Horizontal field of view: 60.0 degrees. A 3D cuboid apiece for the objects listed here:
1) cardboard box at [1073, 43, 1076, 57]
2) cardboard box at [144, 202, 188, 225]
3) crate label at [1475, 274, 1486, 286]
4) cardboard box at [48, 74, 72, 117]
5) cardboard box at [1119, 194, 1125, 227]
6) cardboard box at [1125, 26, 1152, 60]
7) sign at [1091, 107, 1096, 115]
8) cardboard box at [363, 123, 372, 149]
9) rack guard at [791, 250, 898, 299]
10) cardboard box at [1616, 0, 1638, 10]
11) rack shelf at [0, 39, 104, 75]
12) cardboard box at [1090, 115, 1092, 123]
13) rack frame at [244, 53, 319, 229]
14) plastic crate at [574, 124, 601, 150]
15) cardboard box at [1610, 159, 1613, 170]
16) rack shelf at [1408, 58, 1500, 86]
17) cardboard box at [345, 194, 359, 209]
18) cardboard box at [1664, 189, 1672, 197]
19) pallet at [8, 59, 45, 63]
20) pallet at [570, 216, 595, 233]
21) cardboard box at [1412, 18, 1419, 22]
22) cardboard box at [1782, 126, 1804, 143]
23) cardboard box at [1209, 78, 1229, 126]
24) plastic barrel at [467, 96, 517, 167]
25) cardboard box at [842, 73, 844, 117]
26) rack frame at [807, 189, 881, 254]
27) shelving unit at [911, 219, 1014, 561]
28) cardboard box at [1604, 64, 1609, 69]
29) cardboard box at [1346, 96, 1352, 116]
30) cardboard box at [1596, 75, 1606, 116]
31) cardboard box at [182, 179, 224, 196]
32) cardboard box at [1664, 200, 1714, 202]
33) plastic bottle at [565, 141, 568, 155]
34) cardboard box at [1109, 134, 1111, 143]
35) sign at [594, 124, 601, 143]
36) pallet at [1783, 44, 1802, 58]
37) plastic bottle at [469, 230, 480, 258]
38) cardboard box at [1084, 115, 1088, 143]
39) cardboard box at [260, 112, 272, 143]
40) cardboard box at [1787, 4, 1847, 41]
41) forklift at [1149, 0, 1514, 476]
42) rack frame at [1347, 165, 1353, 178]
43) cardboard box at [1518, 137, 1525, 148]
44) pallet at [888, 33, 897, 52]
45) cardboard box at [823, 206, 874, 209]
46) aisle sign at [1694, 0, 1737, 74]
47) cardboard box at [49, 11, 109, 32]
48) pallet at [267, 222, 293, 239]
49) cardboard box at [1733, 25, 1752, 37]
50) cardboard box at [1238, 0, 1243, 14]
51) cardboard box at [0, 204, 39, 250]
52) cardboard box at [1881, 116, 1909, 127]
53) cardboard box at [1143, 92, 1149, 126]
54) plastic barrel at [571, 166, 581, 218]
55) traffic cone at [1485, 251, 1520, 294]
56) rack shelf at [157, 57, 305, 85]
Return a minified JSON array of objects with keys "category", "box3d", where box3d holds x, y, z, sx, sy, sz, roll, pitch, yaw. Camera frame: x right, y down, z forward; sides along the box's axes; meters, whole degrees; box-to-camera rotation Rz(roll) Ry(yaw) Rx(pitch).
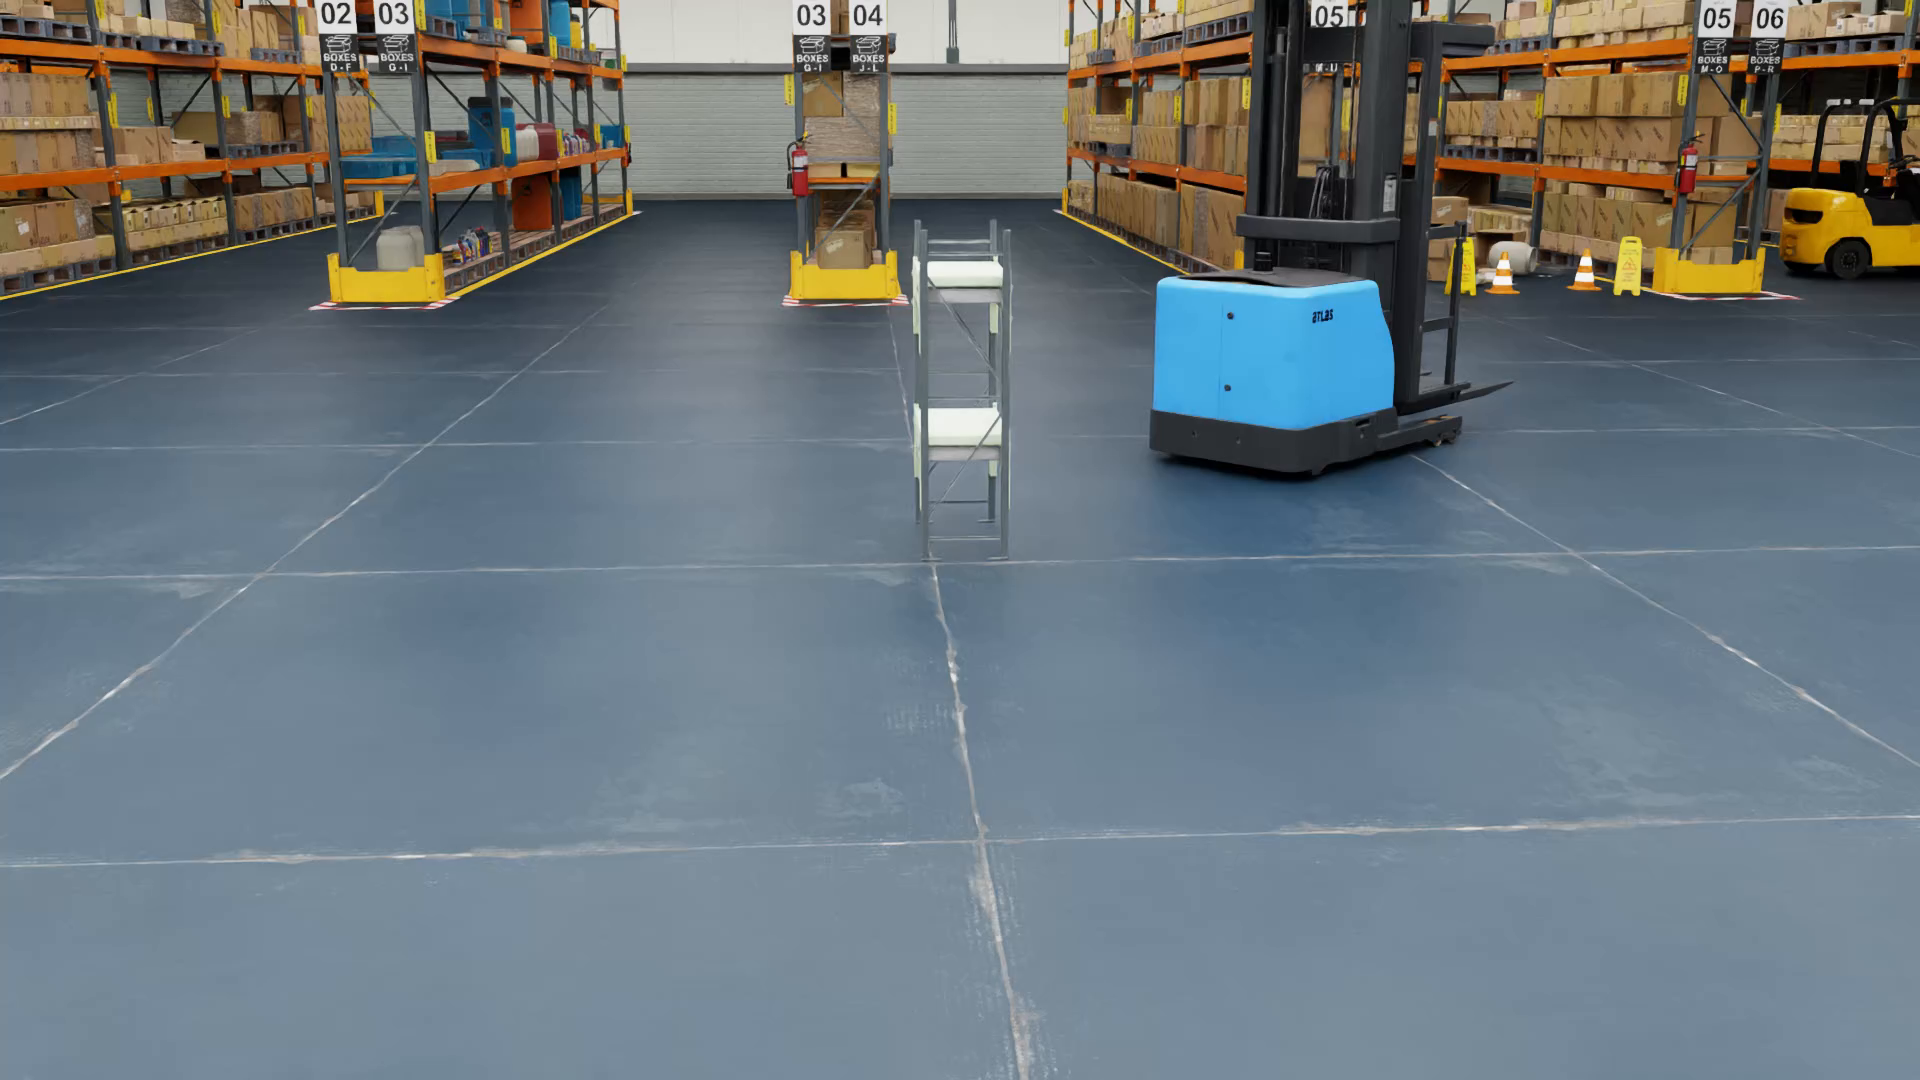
[{"category":"cardboard box","box3d":[2.484,-9.559,32.437,0.500,0.250,0.500,-1,14,-4]},{"category":"cardboard box","box3d":[-11.292,-4.624,23.529,0.500,0.311,0.500,0,14,-2]},{"category":"crate label","box3d":[6.097,-3.096,19.784,0.250,0.136,0.298,-9,17,-32]},{"category":"cardboard box","box3d":[-11.352,-5.433,20.318,0.700,0.500,0.500,-1,14,-4]},{"category":"cardboard box","box3d":[2.876,-5.343,26.945,0.500,0.500,0.500,-1,14,-4]},{"category":"cardboard box","box3d":[2.889,-7.829,26.216,0.500,0.500,0.500,-1,14,-3]},{"category":"sign","box3d":[2.389,-7.594,29.784,0.100,0.325,0.005,-1,14,-3]},{"category":"cardboard box","box3d":[-11.862,-7.918,32.579,0.500,0.500,0.500,0,14,-2]},{"category":"rack guard","box3d":[-1.288,-2.958,18.518,1.175,0.500,0.348,-1,14,-3]},{"category":"cardboard box","box3d":[8.164,-6.480,20.075,0.380,0.149,0.250,-1,14,-2]},{"category":"rack shelf","box3d":[-11.294,-5.599,19.191,1.077,0.370,4.000,-1,14,-3]},{"category":"cardboard box","box3d":[2.496,-7.450,29.429,0.380,0.149,0.250,0,14,-1]},{"category":"rack frame","box3d":[-11.914,-6.982,29.141,1.000,3.000,0.127,-1,14,-3]},{"category":"plastic crate","box3d":[-6.775,-7.343,30.298,0.402,0.464,0.583,-1,14,-3]},{"category":"cardboard box","box3d":[8.296,-4.651,20.586,0.380,0.149,0.250,-1,14,-3]},{"category":"rack shelf","box3d":[7.989,-7.894,28.110,1.077,0.370,4.000,-1,14,-3]},{"category":"cardboard box","box3d":[-11.853,-6.490,31.865,0.500,0.250,0.500,-1,14,-3]},{"category":"cardboard box","box3d":[12.693,-5.977,29.410,0.500,0.500,0.500,-1,14,-5]},{"category":"pallet","box3d":[-16.898,-8.518,29.269,1.003,0.211,1.213,-1,14,-3]},{"category":"pallet","box3d":[-6.964,-5.514,29.034,1.003,0.211,1.213,-1,14,-3]},{"category":"cardboard box","box3d":[7.714,-8.430,27.708,0.500,0.500,0.500,-1,14,-3]},{"category":"cardboard box","box3d":[12.894,-6.170,25.284,0.500,0.250,0.500,-1,14,-5]},{"category":"cardboard box","box3d":[3.502,-5.296,20.121,0.875,0.550,0.500,-1,14,-3]},{"category":"plastic barrel","box3d":[-6.196,-5.411,22.031,0.600,0.901,0.708,-1,14,-3]},{"category":"cardboard box","box3d":[-1.652,-5.332,19.926,0.500,0.500,0.500,-1,14,-3]},{"category":"rack frame","box3d":[-1.531,-5.144,21.999,1.000,3.000,0.127,-1,14,-3]},{"category":"shelving unit","box3d":[0.000,-0.725,7.833,0.431,1.500,0.755,-1,14,-3]},{"category":"cardboard box","box3d":[12.483,-9.036,31.610,0.380,0.149,0.250,0,14,-2]},{"category":"cardboard box","box3d":[7.536,-8.059,31.120,0.500,0.500,0.500,-1,14,-4]},{"category":"cardboard box","box3d":[8.308,-5.480,20.501,0.700,0.500,0.500,-1,14,-4]},{"category":"cardboard box","box3d":[-11.966,-5.595,26.382,0.500,0.250,0.500,0,14,-1]},{"category":"cardboard box","box3d":[8.795,-3.878,20.249,0.500,0.500,0.500,-1,14,-6]},{"category":"plastic bottle","box3d":[-6.478,-6.429,27.252,0.097,0.271,0.097,0,14,0]},{"category":"cardboard box","box3d":[2.647,-6.575,27.224,0.380,0.149,0.250,-1,14,-4]},{"category":"sign","box3d":[-6.421,-7.199,29.432,0.100,0.325,0.005,-1,14,-3]},{"category":"pallet","box3d":[13.198,-7.563,25.761,1.213,0.211,1.003,0,14,-1]},{"category":"plastic bottle","box3d":[-6.115,-3.714,20.875,0.144,0.351,0.185,-1,14,-4]},{"category":"cardboard box","box3d":[2.587,-7.623,30.835,0.500,0.500,0.500,-1,14,-5]},{"category":"cardboard box","box3d":[-11.743,-6.795,27.373,0.700,0.500,0.500,-5,15,-18]},{"category":"cardboard box","box3d":[12.999,-7.814,25.114,0.700,0.500,0.500,-1,14,-5]},{"category":"forklift","box3d":[2.501,-2.075,10.210,1.130,2.935,3.031,13,20,42]},{"category":"rack frame","box3d":[7.617,-8.281,34.193,1.000,3.000,0.127,-1,14,-3]},{"category":"cardboard box","box3d":[8.054,-5.568,23.310,0.380,0.149,0.250,-1,14,-5]},{"category":"pallet","box3d":[-1.463,-6.661,22.252,1.213,0.211,1.003,-1,14,-3]},{"category":"cardboard box","box3d":[-1.558,-4.418,23.313,0.700,0.500,0.500,-1,14,-4]},{"category":"aisle sign","box3d":[8.322,-5.541,18.326,0.394,0.787,0.004,-1,14,-3]},{"category":"cardboard box","box3d":[-11.447,-6.729,21.597,0.500,0.250,0.500,1,14,2]},{"category":"pallet","box3d":[-11.747,-5.125,27.523,1.003,0.211,1.213,-1,14,-3]},{"category":"cardboard box","box3d":[8.912,-5.721,18.725,0.380,0.149,0.250,-1,14,-3]},{"category":"cardboard box","box3d":[3.300,-5.924,18.470,0.380,0.149,0.250,-1,14,-3]},{"category":"cardboard box","box3d":[-11.058,-3.617,19.237,0.500,0.500,0.500,-1,14,-3]},{"category":"cardboard box","box3d":[13.071,-5.819,23.119,0.380,0.149,0.250,0,14,-2]},{"category":"cardboard box","box3d":[3.196,-6.611,25.494,0.700,0.500,0.500,-1,14,-4]},{"category":"plastic barrel","box3d":[-6.953,-6.109,29.117,0.600,0.901,0.708,-1,14,-3]},{"category":"traffic cone","box3d":[6.207,-3.059,18.987,0.336,0.463,0.334,-1,14,-3]},{"category":"rack shelf","box3d":[-11.790,-7.589,26.924,1.077,0.370,4.000,-1,14,-3]}]
